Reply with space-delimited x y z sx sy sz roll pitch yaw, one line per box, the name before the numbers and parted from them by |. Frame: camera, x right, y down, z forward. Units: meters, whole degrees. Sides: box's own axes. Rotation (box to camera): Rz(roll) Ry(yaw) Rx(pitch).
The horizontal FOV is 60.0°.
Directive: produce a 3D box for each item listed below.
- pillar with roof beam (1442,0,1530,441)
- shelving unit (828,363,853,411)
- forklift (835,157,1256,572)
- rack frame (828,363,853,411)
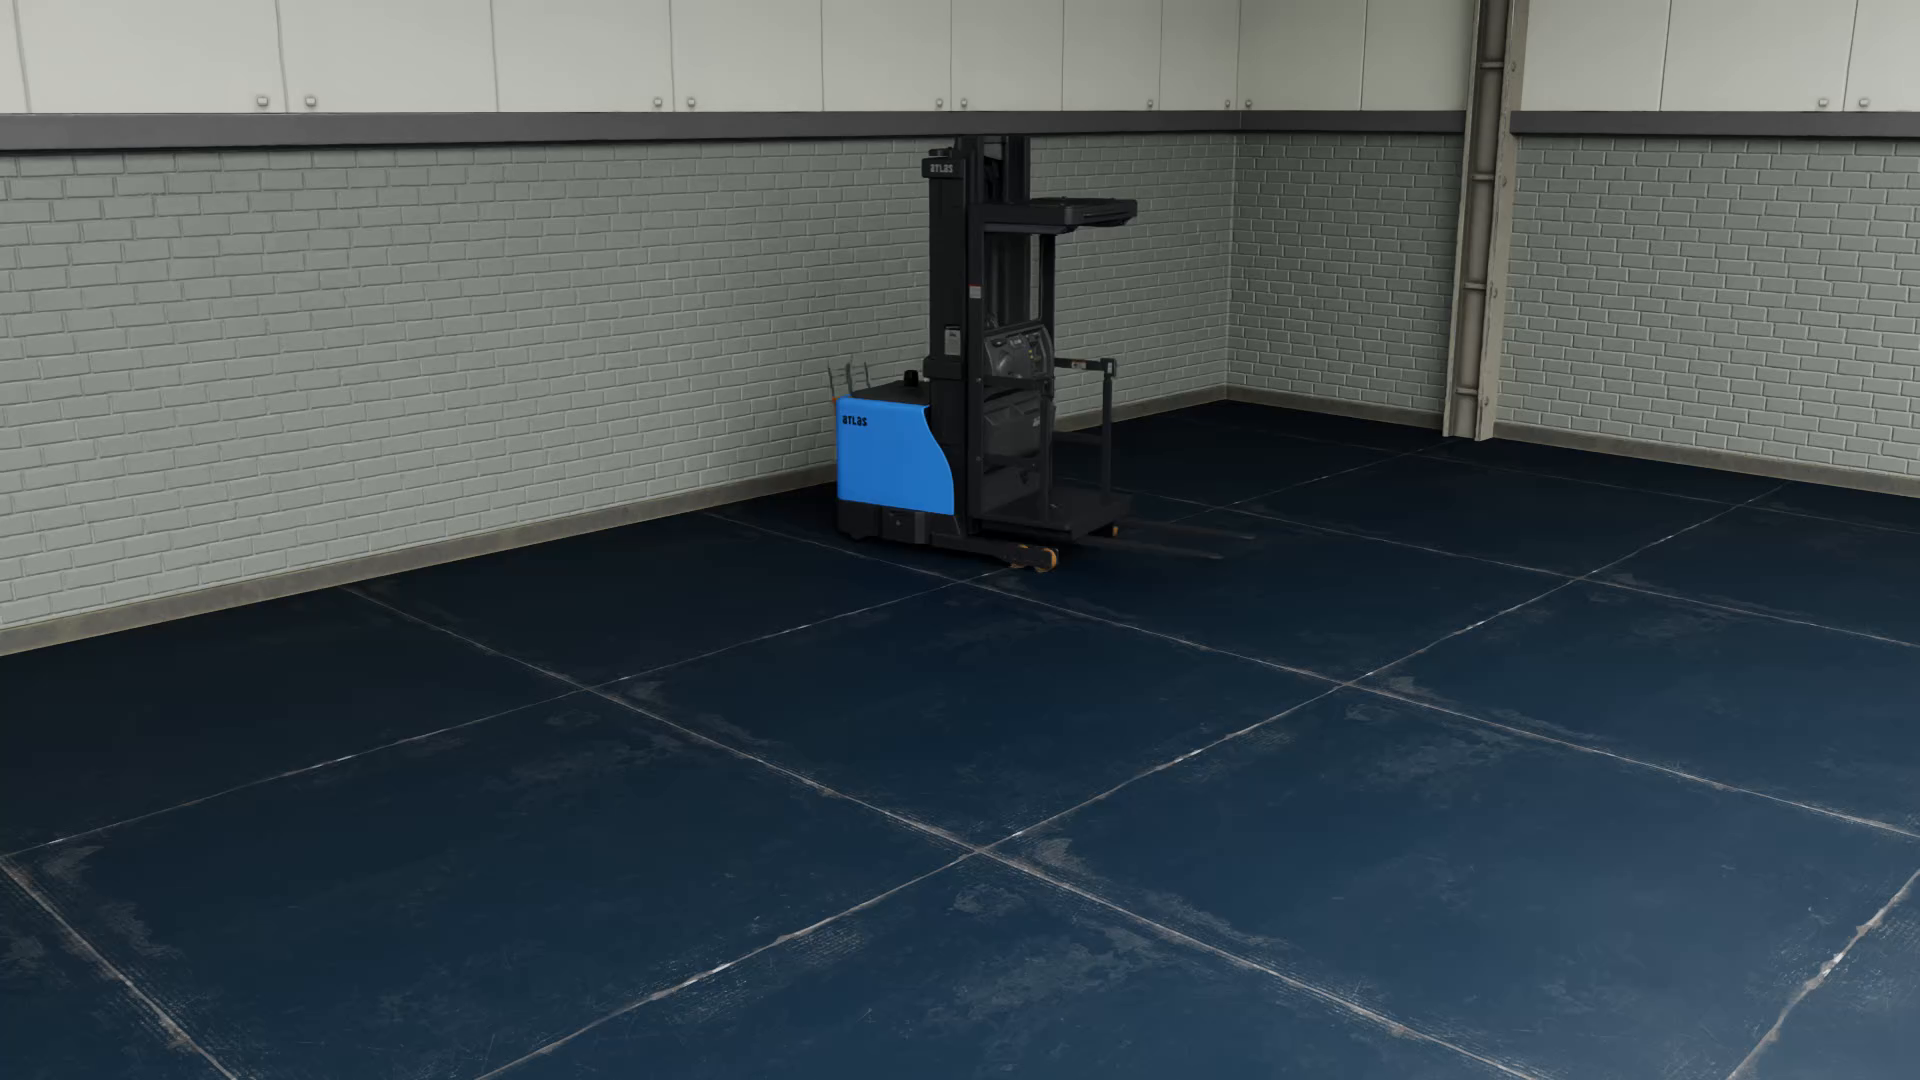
pillar with roof beam | 2.004 -4.593 12.211 0.400 9.000 9.100 14 20 42
shelving unit | -0.796 -0.779 13.012 0.184 1.200 0.258 -1 11 39
forklift | 0.599 -1.281 11.802 3.031 2.797 1.129 8 17 29
rack frame | -0.866 -0.777 13.068 0.006 1.200 0.240 -1 11 39
